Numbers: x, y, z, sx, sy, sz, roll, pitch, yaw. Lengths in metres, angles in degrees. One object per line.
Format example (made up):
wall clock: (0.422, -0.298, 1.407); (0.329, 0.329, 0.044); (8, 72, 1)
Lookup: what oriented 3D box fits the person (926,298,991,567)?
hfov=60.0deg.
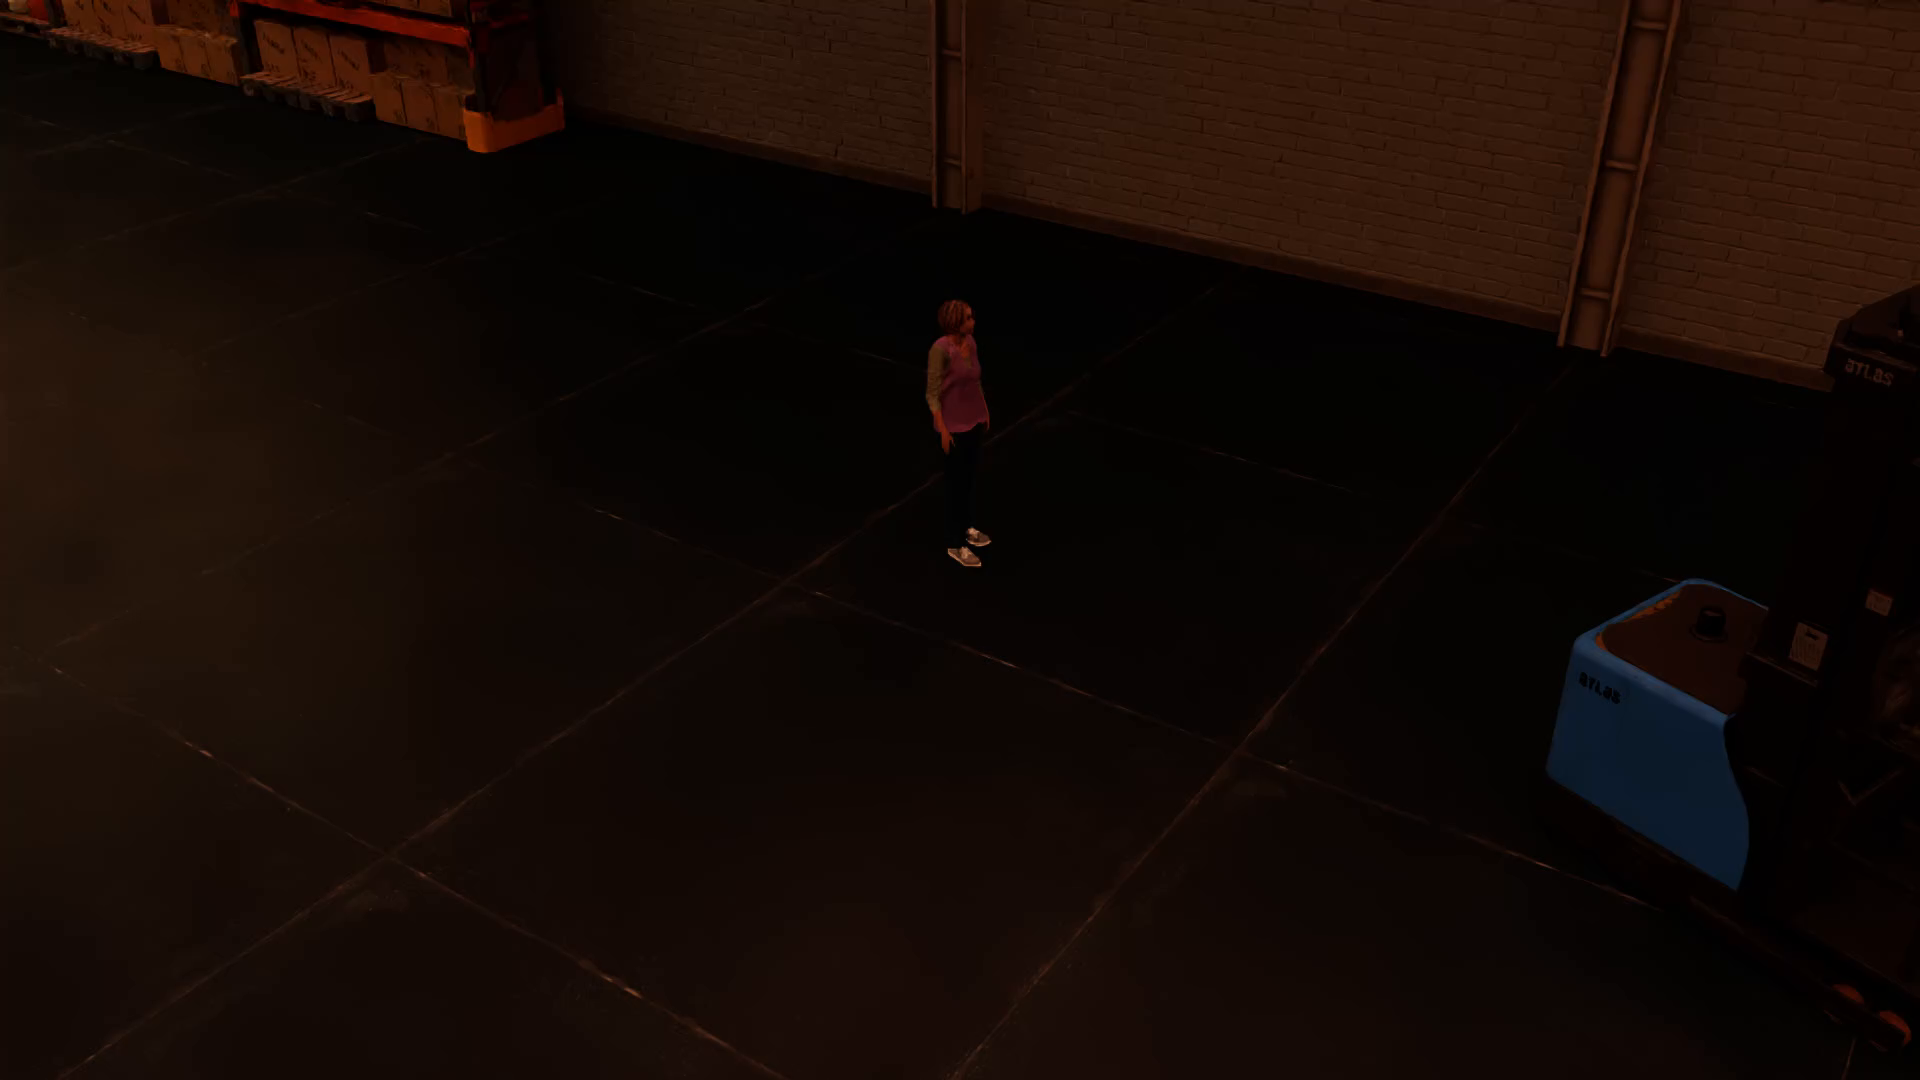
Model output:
person: (0.054, -0.670, 10.050); (0.474, 1.597, 0.520); (19, 35, 29)

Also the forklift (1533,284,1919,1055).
forklift: (4.063, 0.565, 6.608); (1.130, 2.935, 3.031); (-20, 36, -31)
